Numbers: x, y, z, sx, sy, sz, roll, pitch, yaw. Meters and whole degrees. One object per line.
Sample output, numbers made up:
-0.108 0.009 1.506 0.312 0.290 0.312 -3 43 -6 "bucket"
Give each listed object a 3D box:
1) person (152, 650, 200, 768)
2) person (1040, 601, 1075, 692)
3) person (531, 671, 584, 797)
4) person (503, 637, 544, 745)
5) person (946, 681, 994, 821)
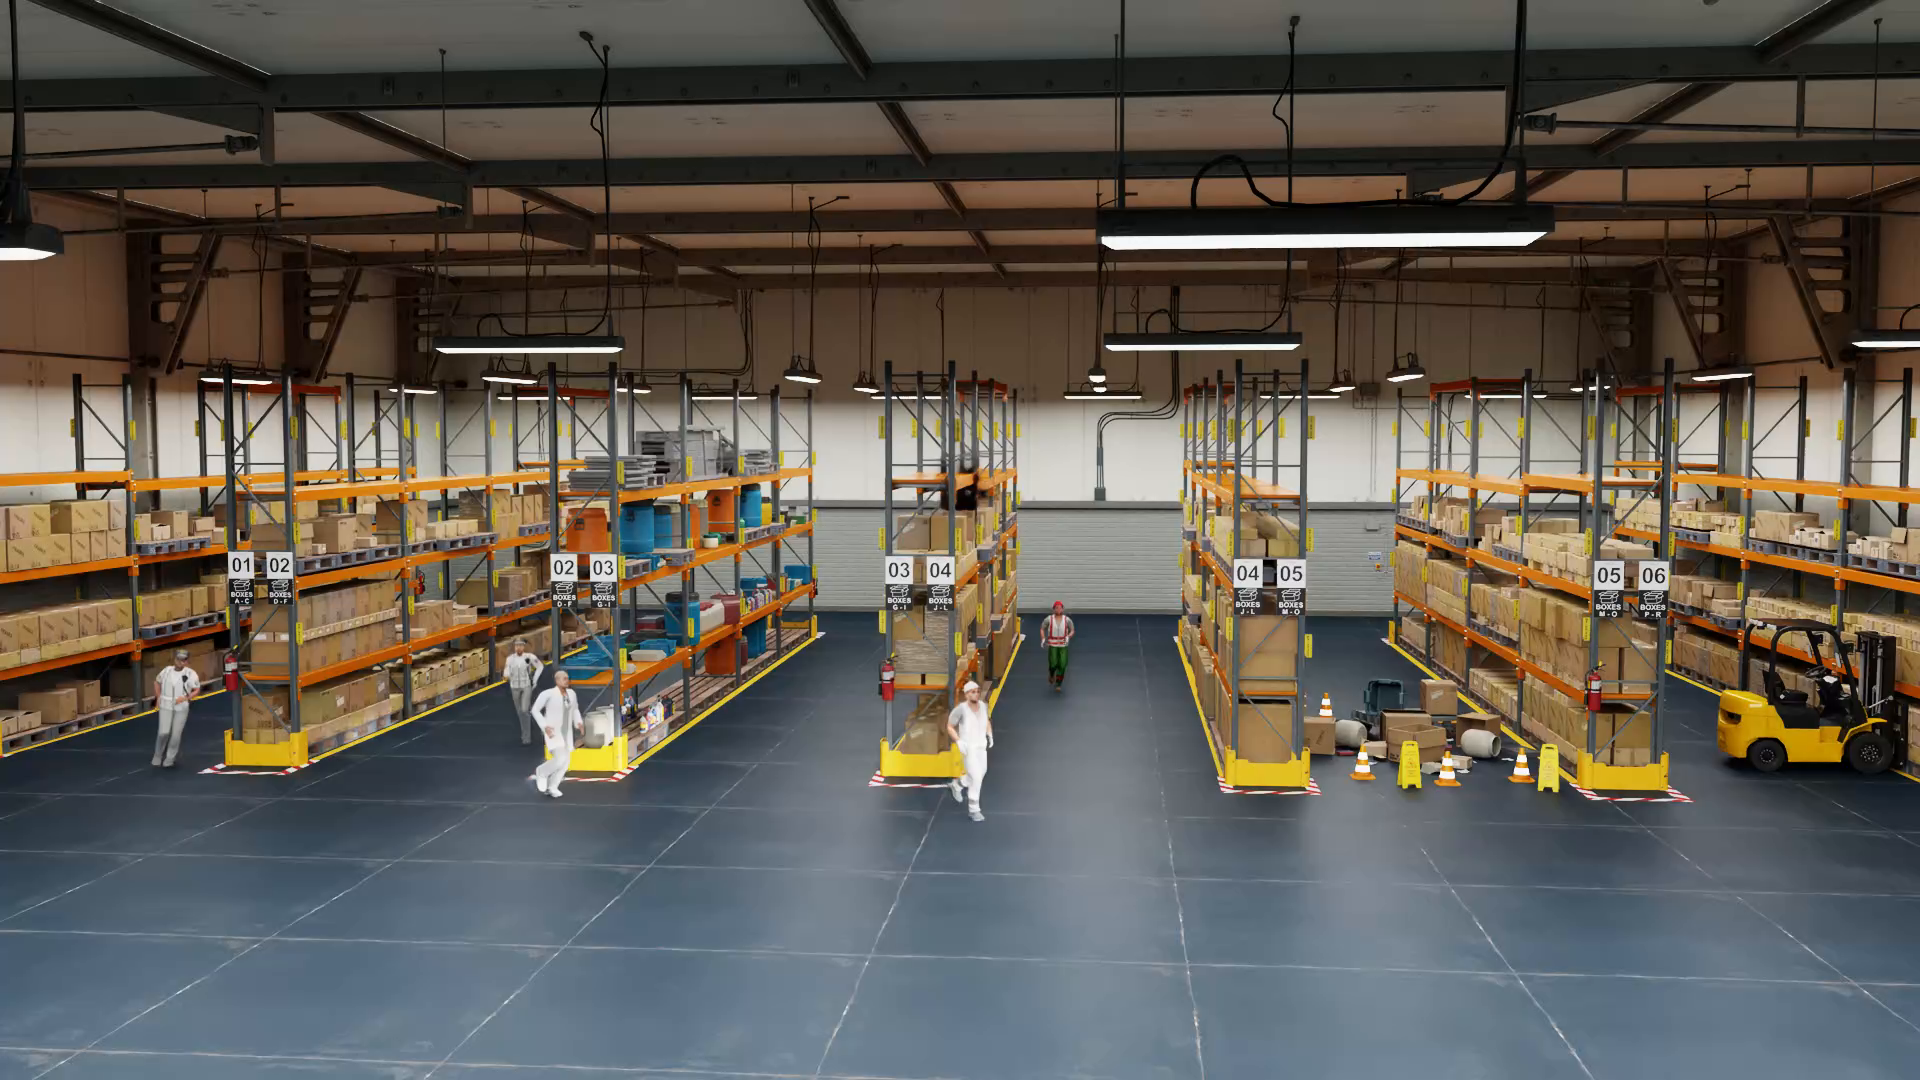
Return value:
-11.702 2.512 24.796 0.690 1.762 0.603 -1 4 -21 "person"
1.880 2.038 31.871 0.657 1.735 0.594 0 4 -3 "person"
-5.489 2.651 22.812 0.612 1.718 0.712 3 5 37 "person"
-7.030 2.412 26.696 0.590 1.740 0.726 0 4 1 "person"
0.107 2.703 21.602 0.655 1.783 0.770 -3 5 -37 "person"
